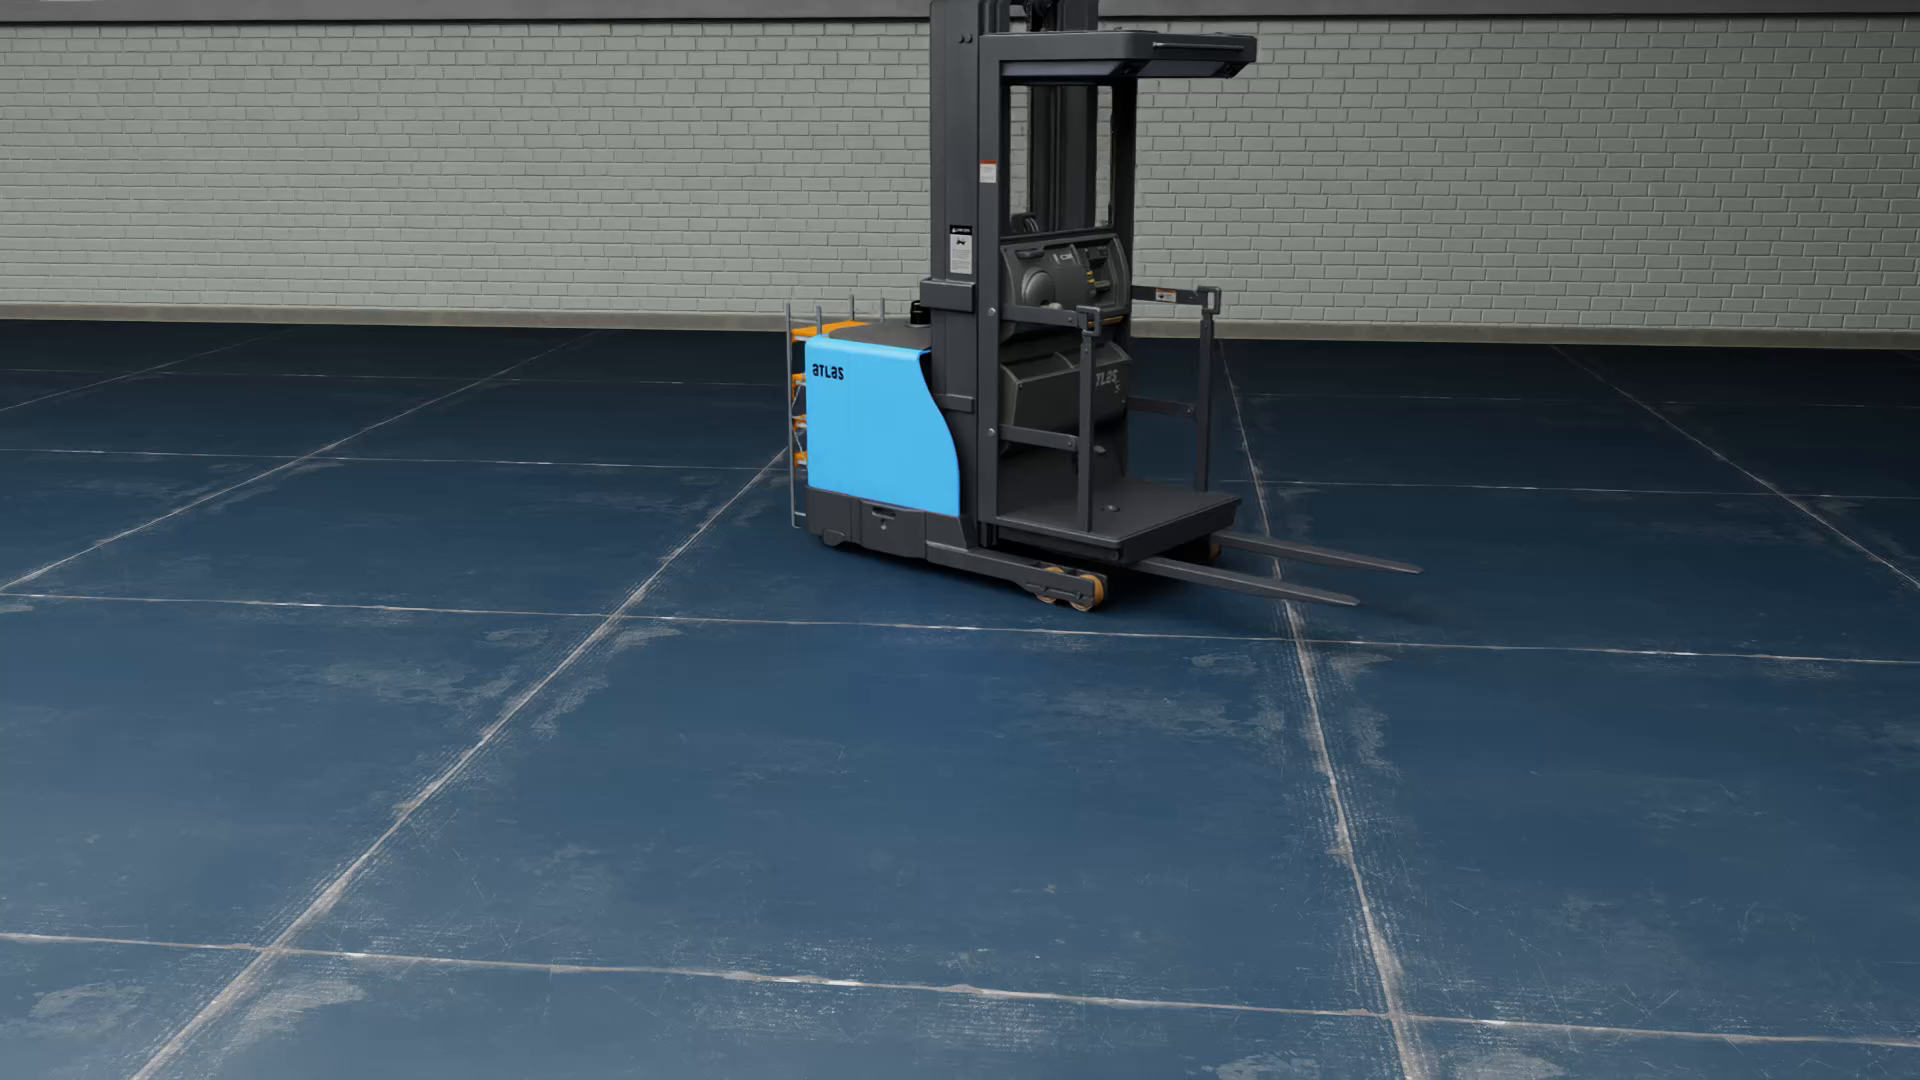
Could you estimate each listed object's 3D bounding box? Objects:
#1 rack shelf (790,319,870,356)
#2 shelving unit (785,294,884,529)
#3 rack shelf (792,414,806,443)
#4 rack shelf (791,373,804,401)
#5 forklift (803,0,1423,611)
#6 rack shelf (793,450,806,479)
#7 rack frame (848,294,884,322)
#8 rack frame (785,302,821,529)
[{"bbox_3d":[-0.658,-1.060,8.777,0.258,0.148,0.480,12,19,37],"label":"rack shelf"},{"bbox_3d":[-0.658,-0.680,8.879,0.258,1.200,0.503,12,19,37],"label":"shelving unit"},{"bbox_3d":[-0.658,-0.615,8.897,0.258,0.148,0.480,12,19,37],"label":"rack shelf"},{"bbox_3d":[-0.658,-0.831,8.838,0.258,0.148,0.480,12,19,37],"label":"rack shelf"},{"bbox_3d":[0.659,-1.252,7.677,3.031,2.935,1.130,12,19,38],"label":"forklift"},{"bbox_3d":[-0.658,-0.424,8.949,0.258,0.148,0.480,12,19,37],"label":"rack shelf"},{"bbox_3d":[-0.505,-0.730,9.063,0.240,1.200,0.015,12,19,37],"label":"rack frame"},{"bbox_3d":[-0.811,-0.631,8.696,0.240,1.200,0.015,12,19,37],"label":"rack frame"}]
